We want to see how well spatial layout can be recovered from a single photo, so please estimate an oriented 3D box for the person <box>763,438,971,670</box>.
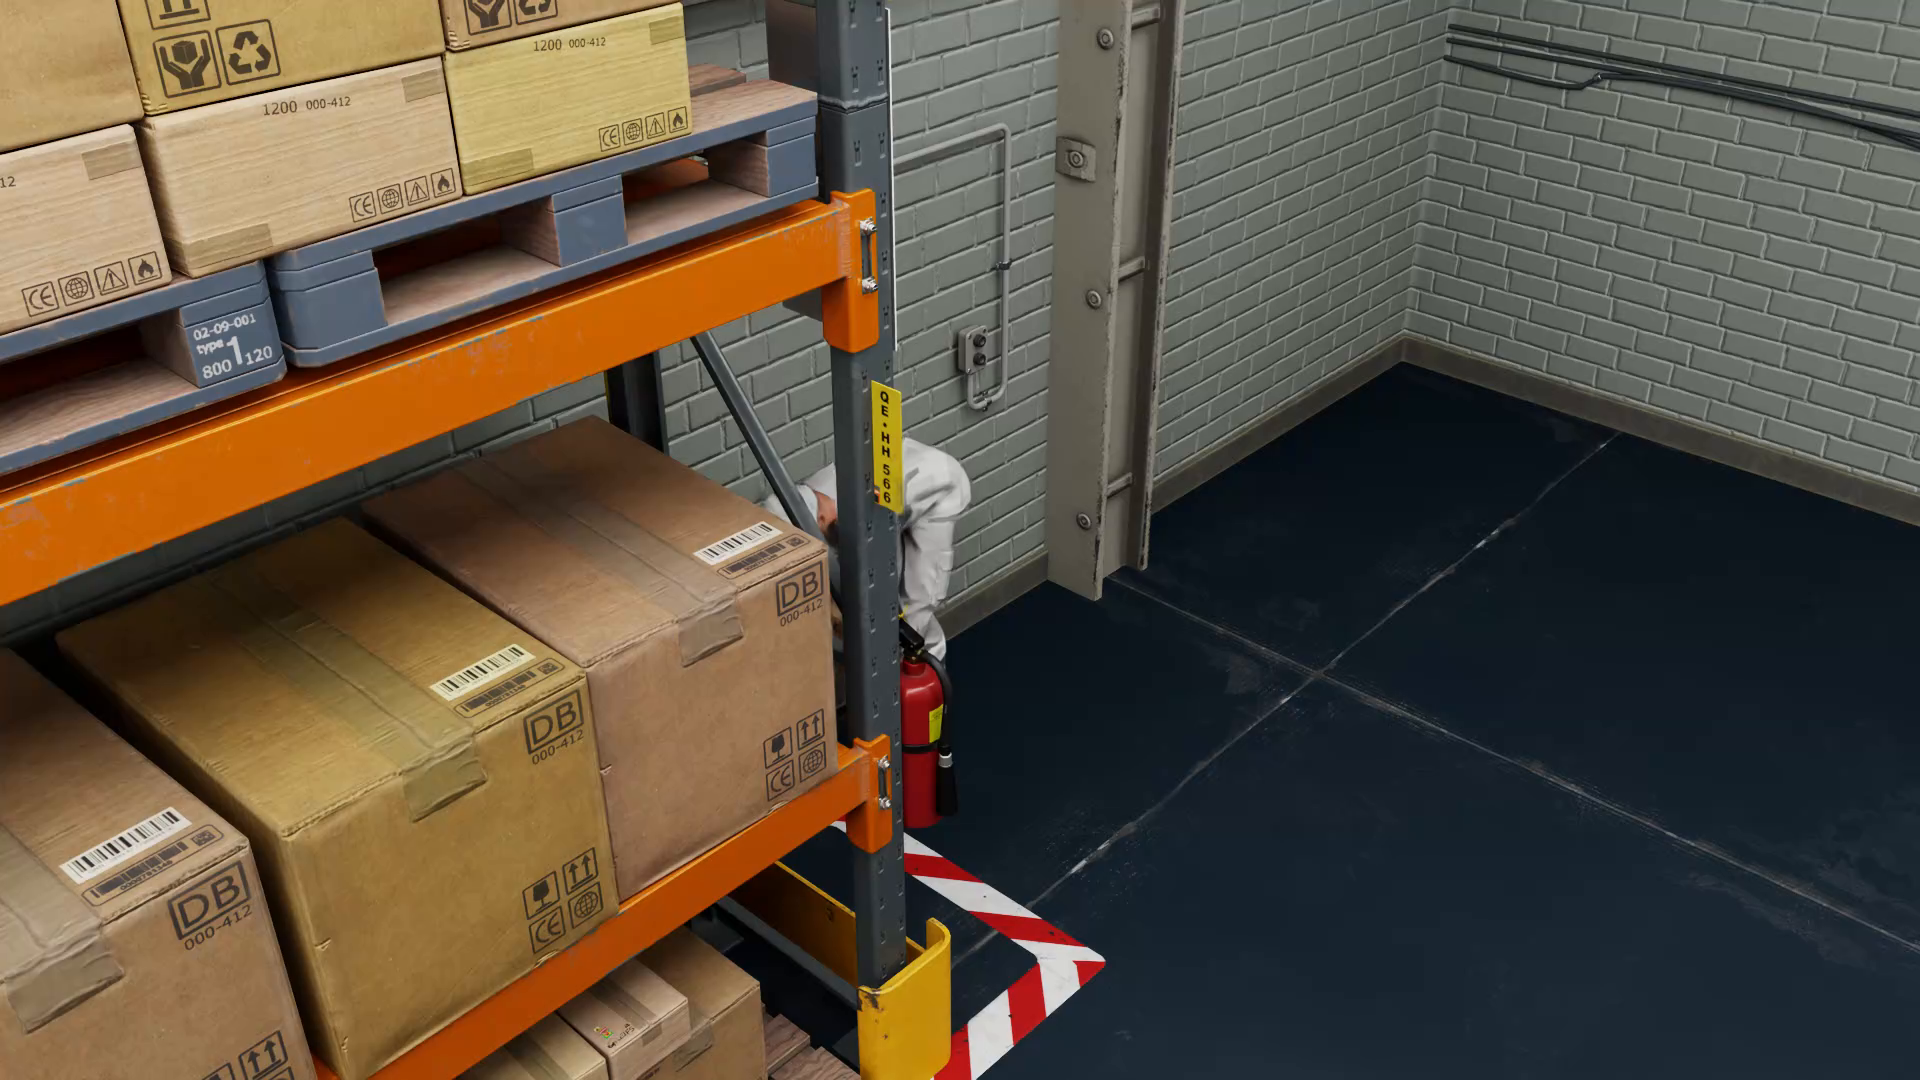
[{"bbox_3d":[-0.365,0.192,6.345,0.485,1.213,0.950,24,39,34],"label":"person"}]
